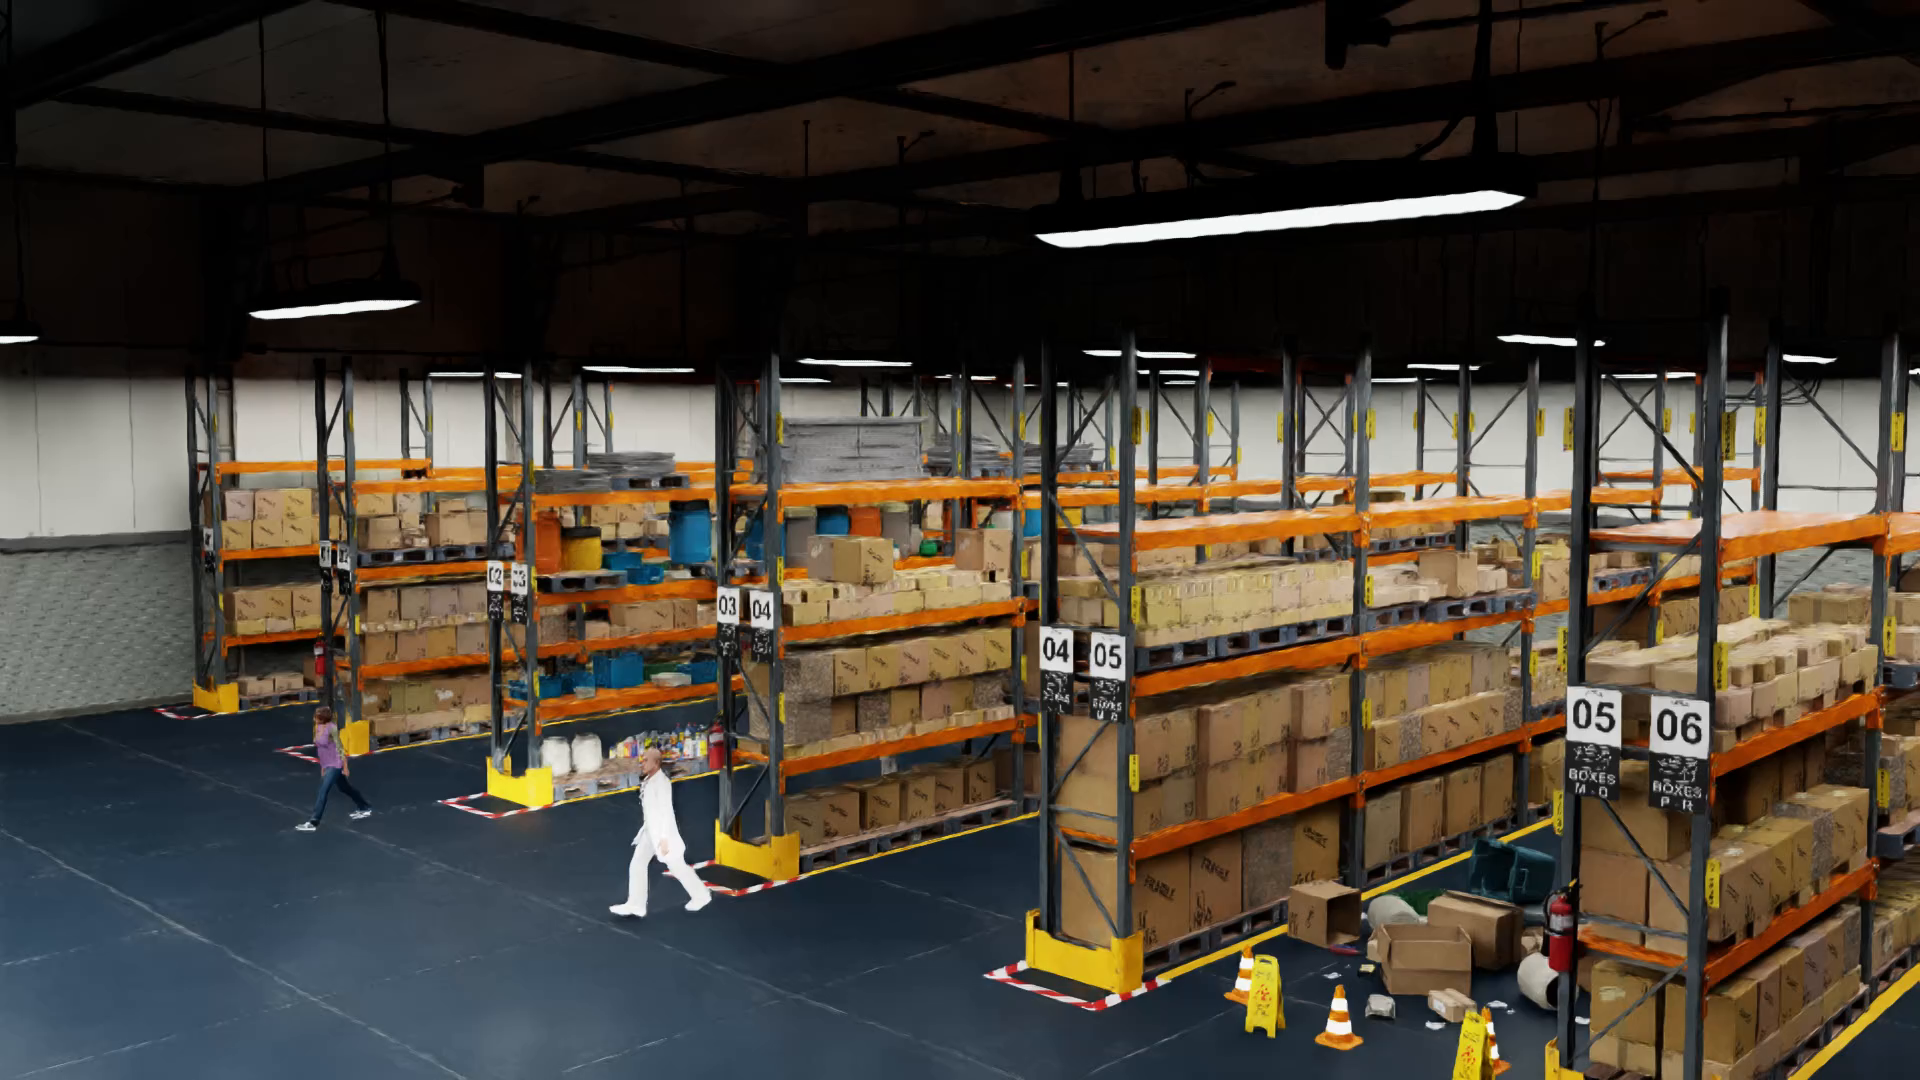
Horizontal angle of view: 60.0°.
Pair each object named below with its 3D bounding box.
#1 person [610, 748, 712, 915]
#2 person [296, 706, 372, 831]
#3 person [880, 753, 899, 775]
[{"bbox_3d":[-3.054,2.991,17.048,0.998,1.734,0.616,-3,5,-30],"label":"person"},{"bbox_3d":[-7.846,2.805,20.737,1.037,1.517,0.417,-4,6,-44],"label":"person"},{"bbox_3d":[-0.953,2.607,22.342,0.674,1.666,0.587,-3,5,-34],"label":"person"}]
